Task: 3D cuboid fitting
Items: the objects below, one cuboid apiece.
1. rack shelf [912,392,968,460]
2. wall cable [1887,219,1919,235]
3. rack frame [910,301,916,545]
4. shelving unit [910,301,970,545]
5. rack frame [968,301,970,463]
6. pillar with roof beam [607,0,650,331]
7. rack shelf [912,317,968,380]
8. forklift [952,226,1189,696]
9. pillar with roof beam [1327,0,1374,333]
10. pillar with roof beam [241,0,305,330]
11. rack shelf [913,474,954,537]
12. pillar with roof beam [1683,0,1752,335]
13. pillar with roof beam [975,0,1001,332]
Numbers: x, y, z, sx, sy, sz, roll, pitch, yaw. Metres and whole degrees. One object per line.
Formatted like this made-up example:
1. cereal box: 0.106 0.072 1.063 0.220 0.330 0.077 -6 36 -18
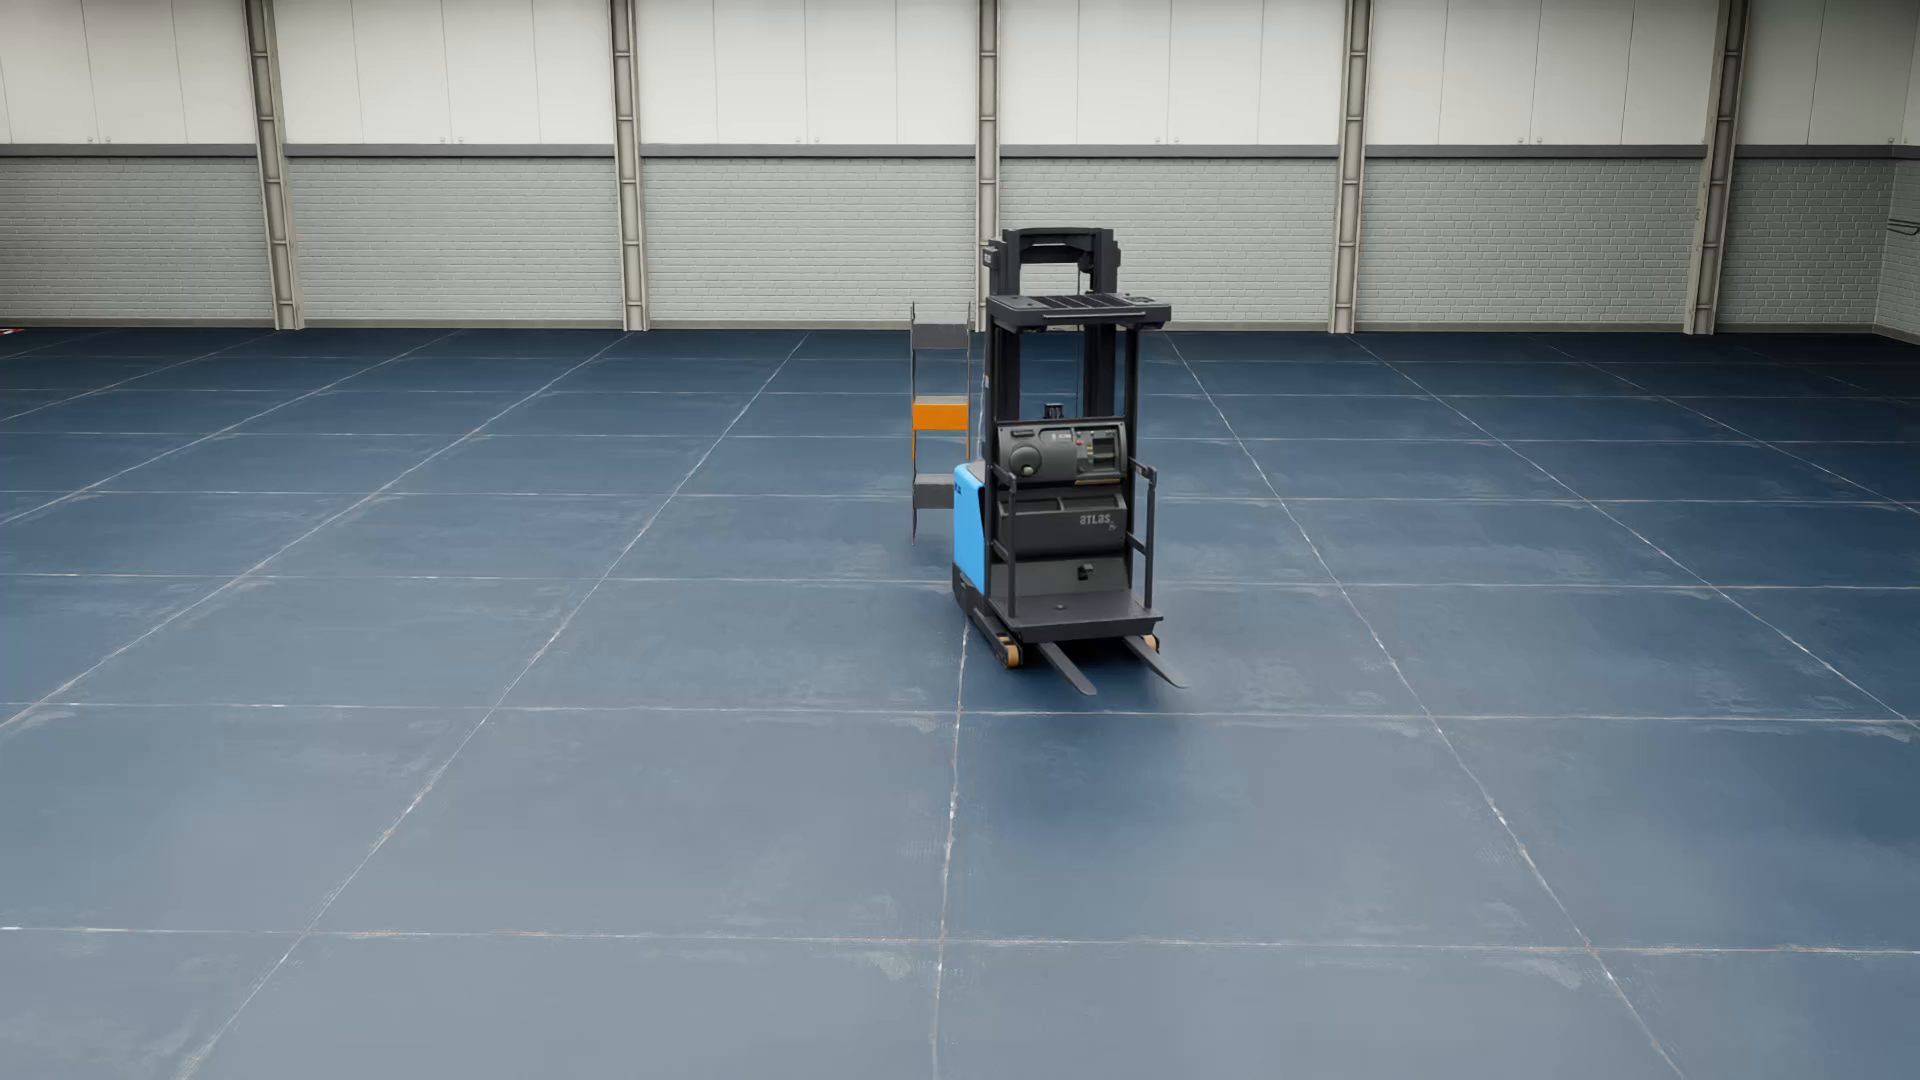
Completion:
1. rack shelf: -0.165 -1.003 14.580 0.480 0.518 0.431 0 15 1
2. wall cable: 15.368 -5.983 25.965 0.112 2.526 3.097 0 15 1
3. rack frame: -0.409 -1.018 14.582 0.015 2.100 0.400 0 15 1
4. shelving unit: -0.165 -1.016 14.576 0.503 2.100 0.431 0 15 1
5. rack frame: 0.078 -1.015 14.570 0.015 2.100 0.400 0 15 1
6. pillar with roof beam: -5.648 -6.860 23.203 0.400 9.000 9.100 0 15 1
7. rack shelf: -0.165 -1.680 14.401 0.480 0.518 0.431 0 15 1
8. forklift: 0.772 -0.634 11.499 1.130 2.935 3.031 -3 15 -13
9. pillar with roof beam: 6.348 -6.782 22.907 0.400 9.000 9.100 0 15 1
10. pillar with roof beam: -11.646 -6.900 23.351 0.400 9.000 9.100 0 15 1
11. rack shelf: -0.165 -0.326 14.758 0.480 0.518 0.431 0 15 1
12. pillar with roof beam: 12.346 -6.743 22.759 0.400 9.000 9.100 0 15 1
13. pillar with roof beam: 0.350 -6.821 23.055 0.400 9.000 9.100 0 15 1
